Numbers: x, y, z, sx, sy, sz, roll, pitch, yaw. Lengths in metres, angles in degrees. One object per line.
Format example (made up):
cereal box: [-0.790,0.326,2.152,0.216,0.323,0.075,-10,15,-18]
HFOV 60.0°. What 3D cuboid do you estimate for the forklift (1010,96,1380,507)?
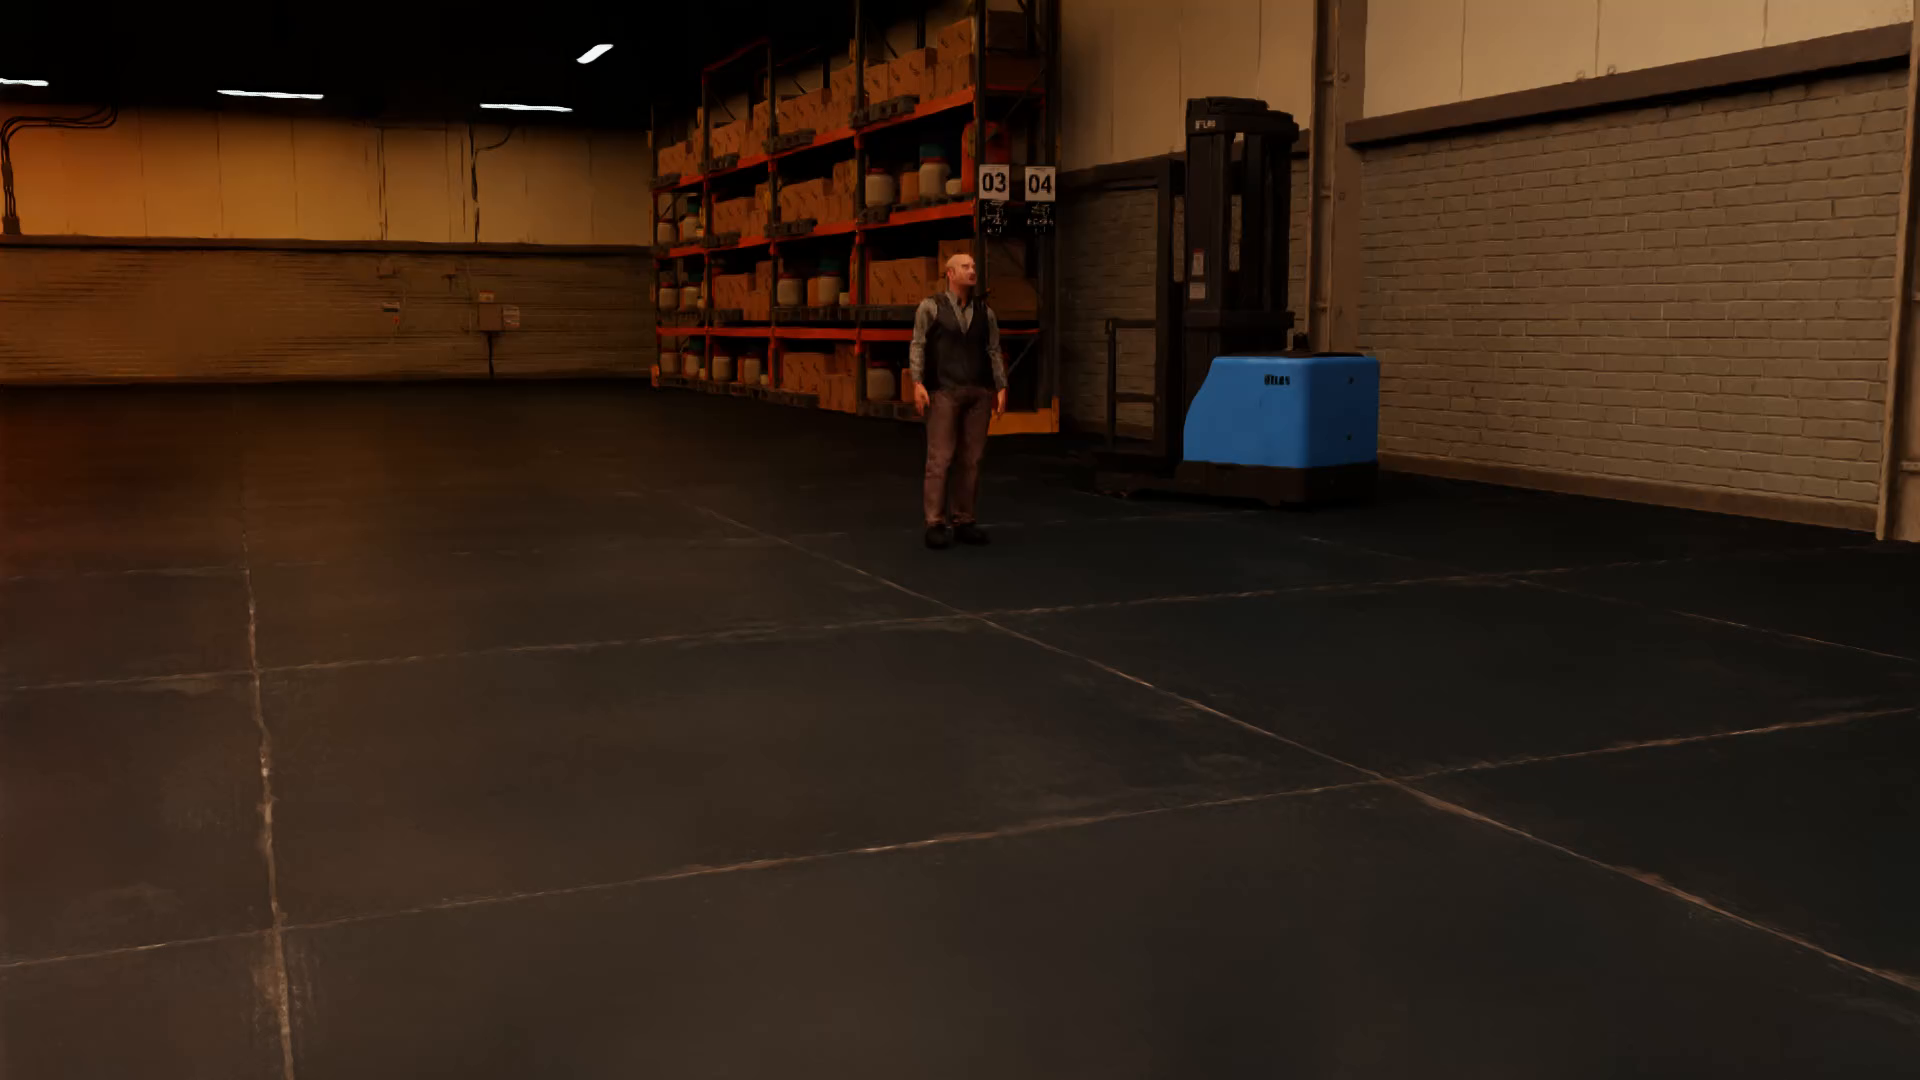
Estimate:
forklift: [1.702,-1.829,12.815,1.130,2.935,3.031,-7,10,-43]

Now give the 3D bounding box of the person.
person: [0.017,-0.852,9.980,0.632,1.720,0.567,-3,8,-23]
